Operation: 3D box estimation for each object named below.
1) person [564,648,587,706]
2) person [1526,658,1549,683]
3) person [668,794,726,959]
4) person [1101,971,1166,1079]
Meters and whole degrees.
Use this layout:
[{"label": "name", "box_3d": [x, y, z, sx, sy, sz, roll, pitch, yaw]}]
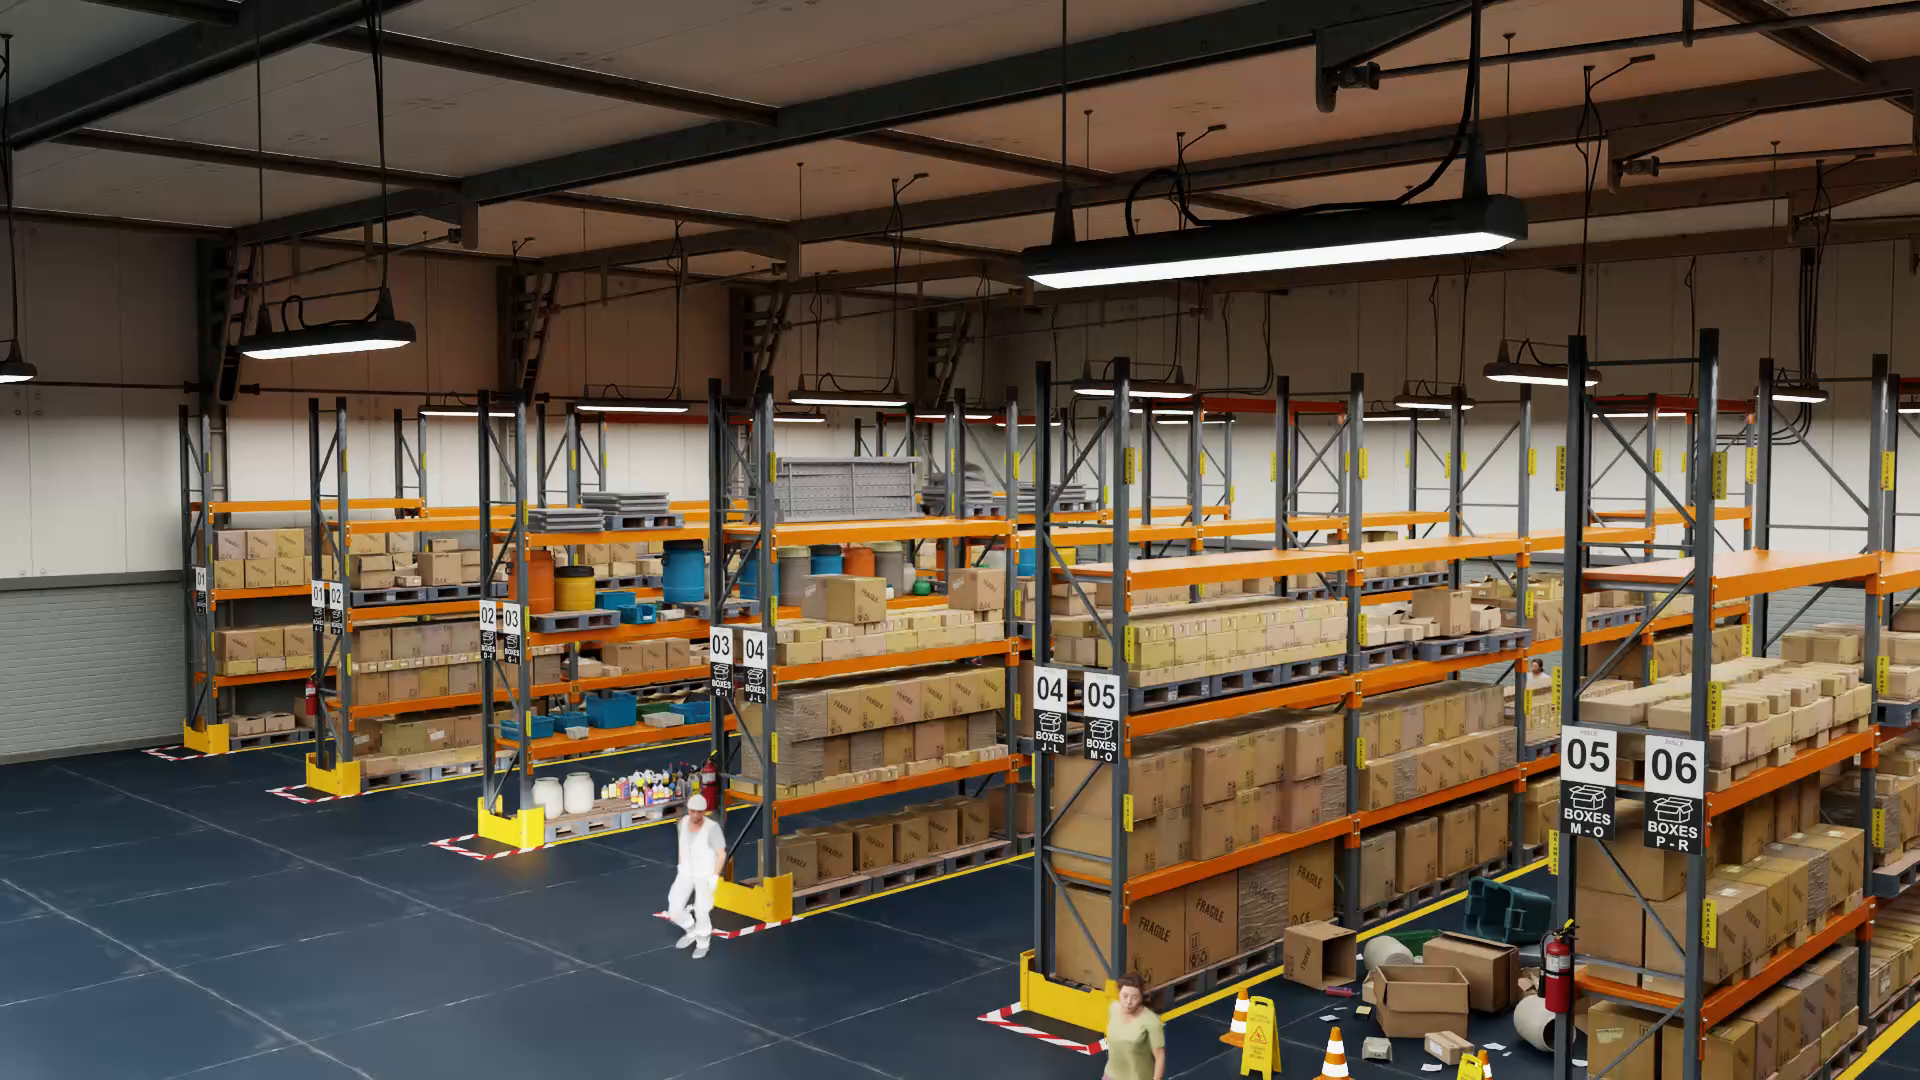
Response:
[{"label": "person", "box_3d": [-7.109, 2.747, 30.881, 0.599, 1.615, 0.611, 2, 3, 27]}, {"label": "person", "box_3d": [9.823, 2.816, 28.319, 0.894, 1.625, 0.555, -2, 4, -38]}, {"label": "person", "box_3d": [-2.655, 3.407, 16.838, 0.659, 1.739, 0.651, 1, 3, 14]}, {"label": "person", "box_3d": [1.174, 3.743, 11.545, 0.597, 1.615, 0.555, 2, 3, 27]}]
